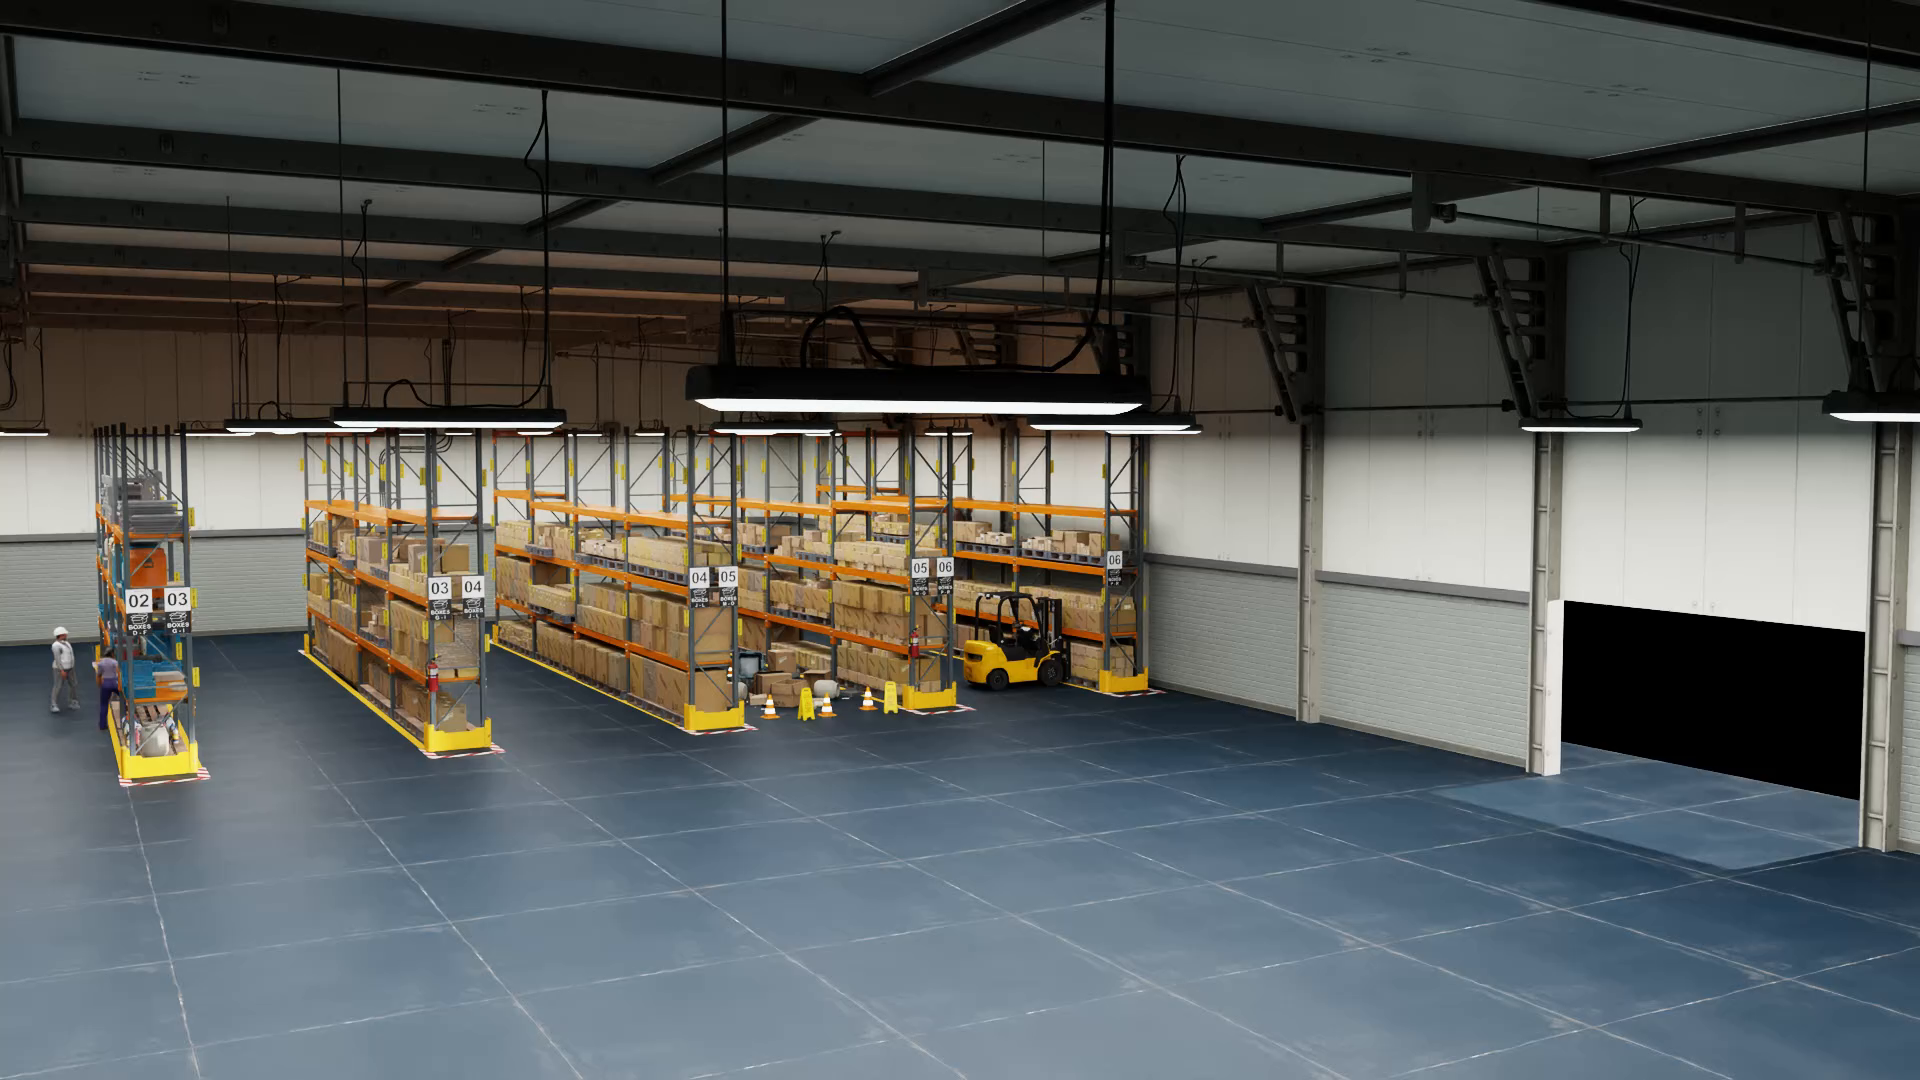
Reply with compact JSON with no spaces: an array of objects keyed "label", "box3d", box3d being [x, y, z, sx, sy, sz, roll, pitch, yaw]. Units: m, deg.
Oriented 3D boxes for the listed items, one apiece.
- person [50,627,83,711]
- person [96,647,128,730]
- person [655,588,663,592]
[{"label":"person","box3d":[-18.911,2.734,35.097,0.449,1.824,0.647,0,3,6]},{"label":"person","box3d":[-16.727,2.912,32.826,0.564,1.638,0.535,-2,4,-24]},{"label":"person","box3d":[-9.379,1.659,52.857,0.649,1.748,0.576,-1,4,-16]}]
